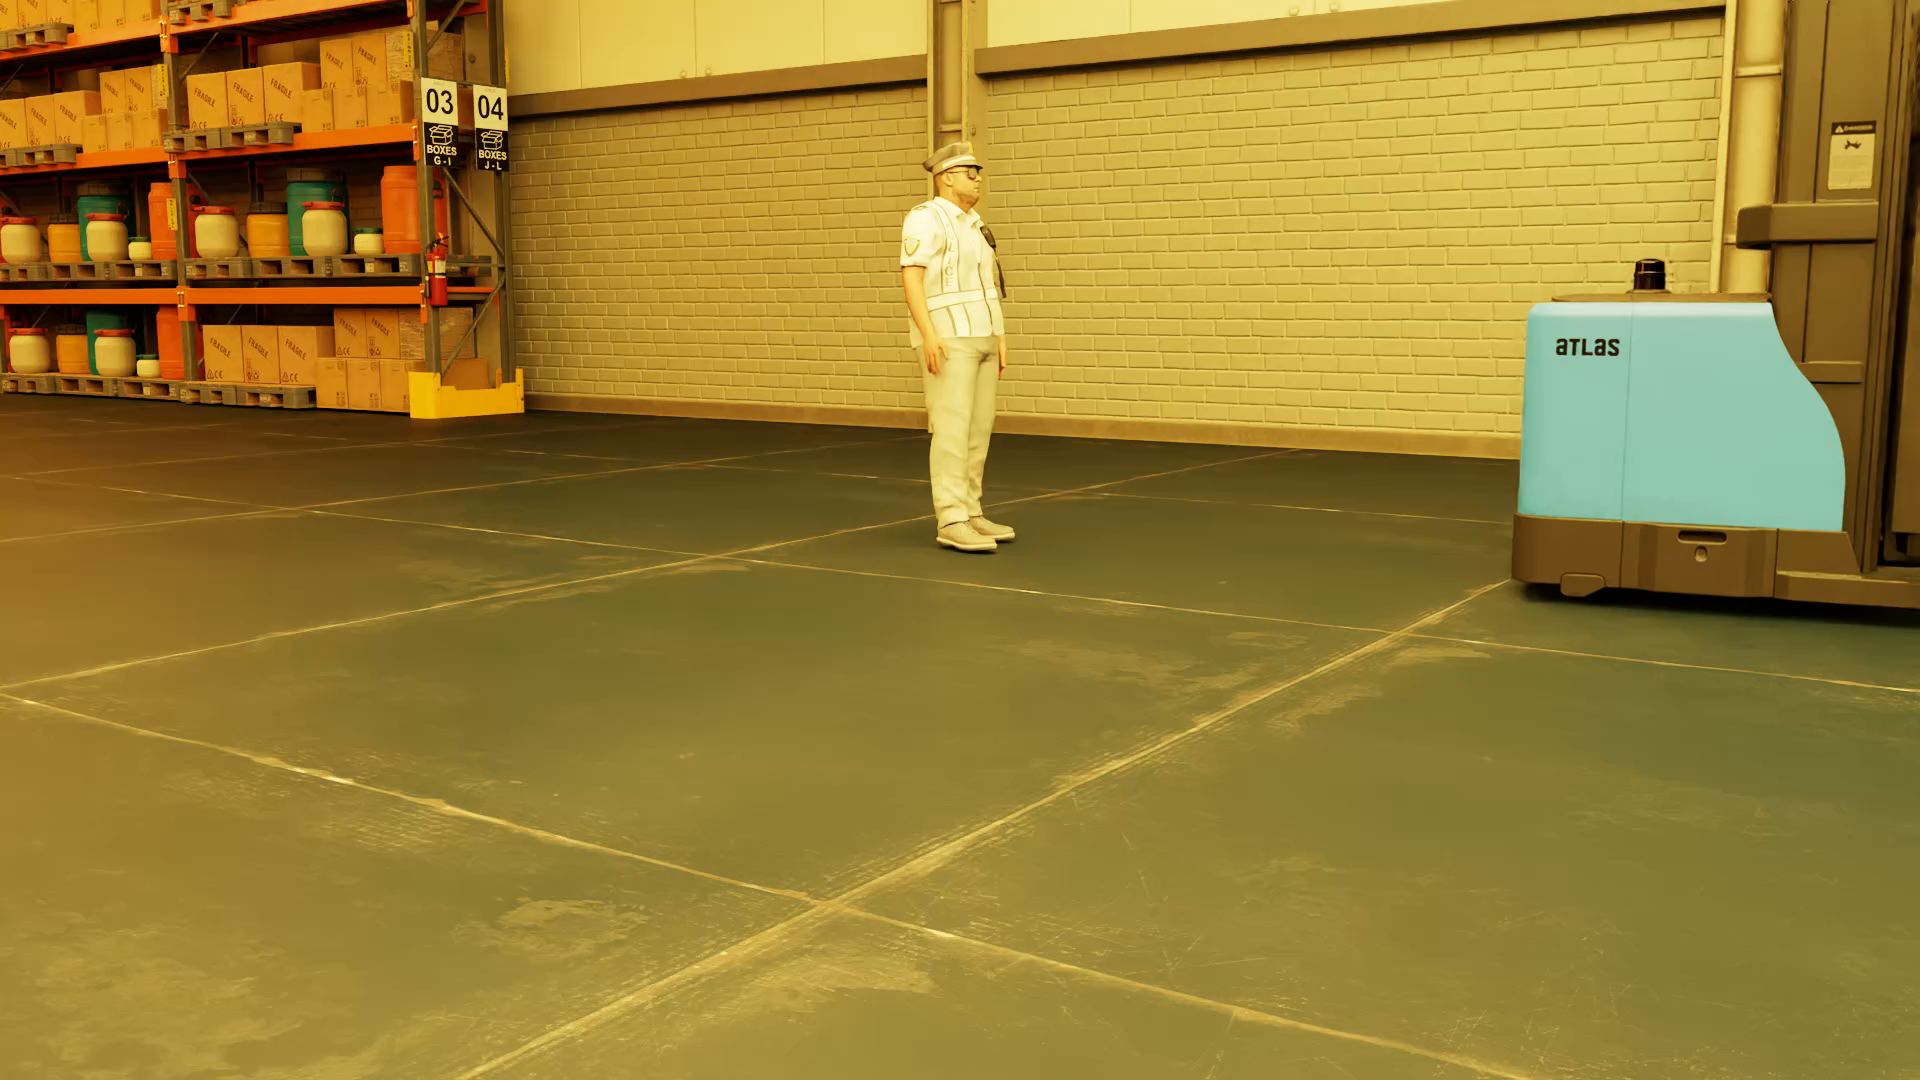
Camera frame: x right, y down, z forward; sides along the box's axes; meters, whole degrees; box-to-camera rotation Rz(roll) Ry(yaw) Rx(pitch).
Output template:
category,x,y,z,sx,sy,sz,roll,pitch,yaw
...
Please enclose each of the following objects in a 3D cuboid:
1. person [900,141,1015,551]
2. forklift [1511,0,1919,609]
category,x,y,z,sx,sy,sz,roll,pitch,yaw
person,0.058,-0.882,7.424,0.574,1.780,0.641,5,10,34
forklift,3.587,-1.210,5.700,3.031,2.935,1.130,4,9,24
